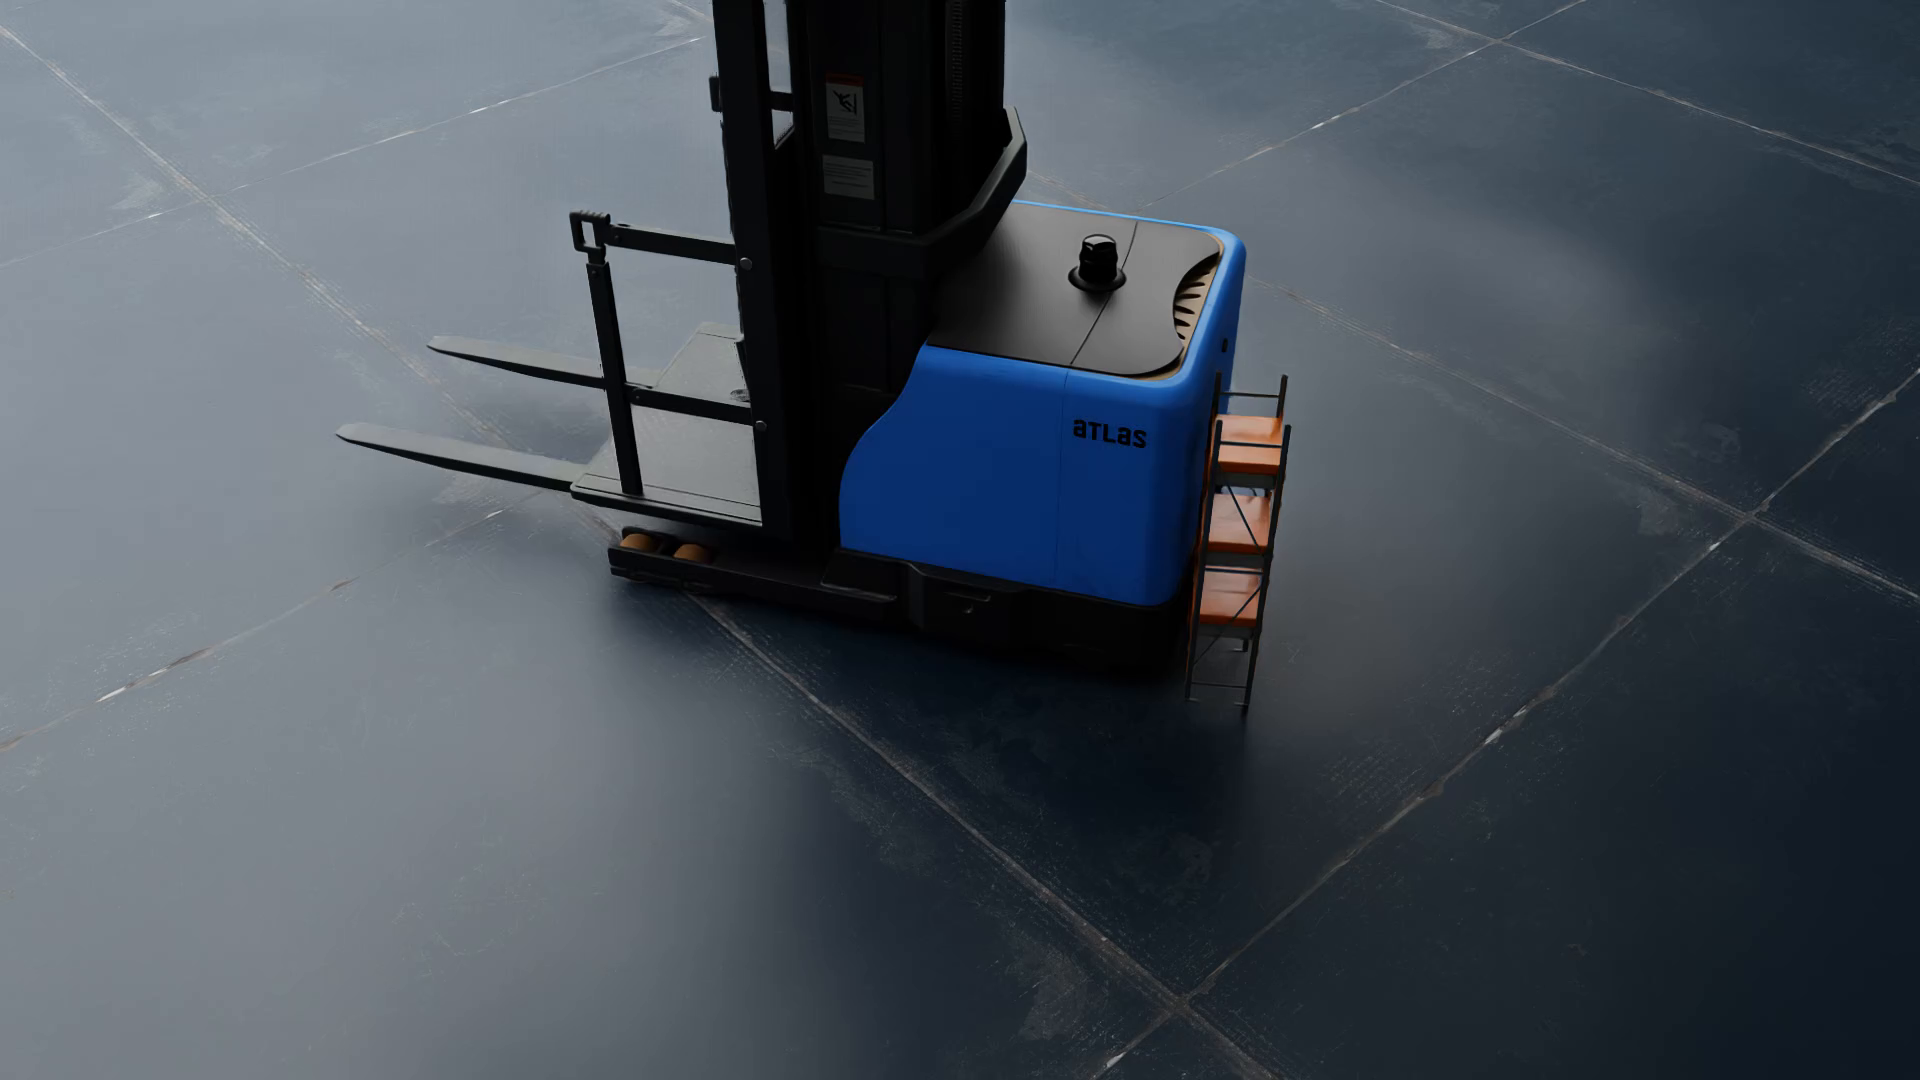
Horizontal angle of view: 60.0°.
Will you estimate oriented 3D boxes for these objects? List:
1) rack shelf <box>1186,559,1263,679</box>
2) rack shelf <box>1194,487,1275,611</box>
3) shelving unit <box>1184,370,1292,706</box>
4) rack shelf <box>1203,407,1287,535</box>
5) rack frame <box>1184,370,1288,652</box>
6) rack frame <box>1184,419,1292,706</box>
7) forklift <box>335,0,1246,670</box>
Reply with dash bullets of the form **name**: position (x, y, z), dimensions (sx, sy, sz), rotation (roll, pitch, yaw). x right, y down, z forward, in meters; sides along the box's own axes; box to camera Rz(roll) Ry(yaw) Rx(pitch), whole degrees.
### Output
- **rack shelf**: position (0.804, 0.241, 5.075), dimensions (0.215, 0.259, 0.240), rotation (4, 39, 5)
- **rack shelf**: position (0.804, 0.025, 4.900), dimensions (0.215, 0.259, 0.240), rotation (4, 39, 5)
- **shelving unit**: position (0.804, 0.017, 4.894), dimensions (0.215, 1.050, 0.252), rotation (4, 39, 5)
- **rack shelf**: position (0.804, -0.196, 4.722), dimensions (0.215, 0.259, 0.240), rotation (4, 39, 5)
- **rack frame**: position (0.818, -0.059, 4.988), dimensions (0.200, 1.050, 0.008), rotation (4, 39, 5)
- **rack frame**: position (0.790, 0.093, 4.799), dimensions (0.200, 1.050, 0.008), rotation (4, 39, 5)
- **forklift**: position (-0.659, -1.265, 4.983), dimensions (3.031, 2.935, 1.130), rotation (11, 40, 13)
